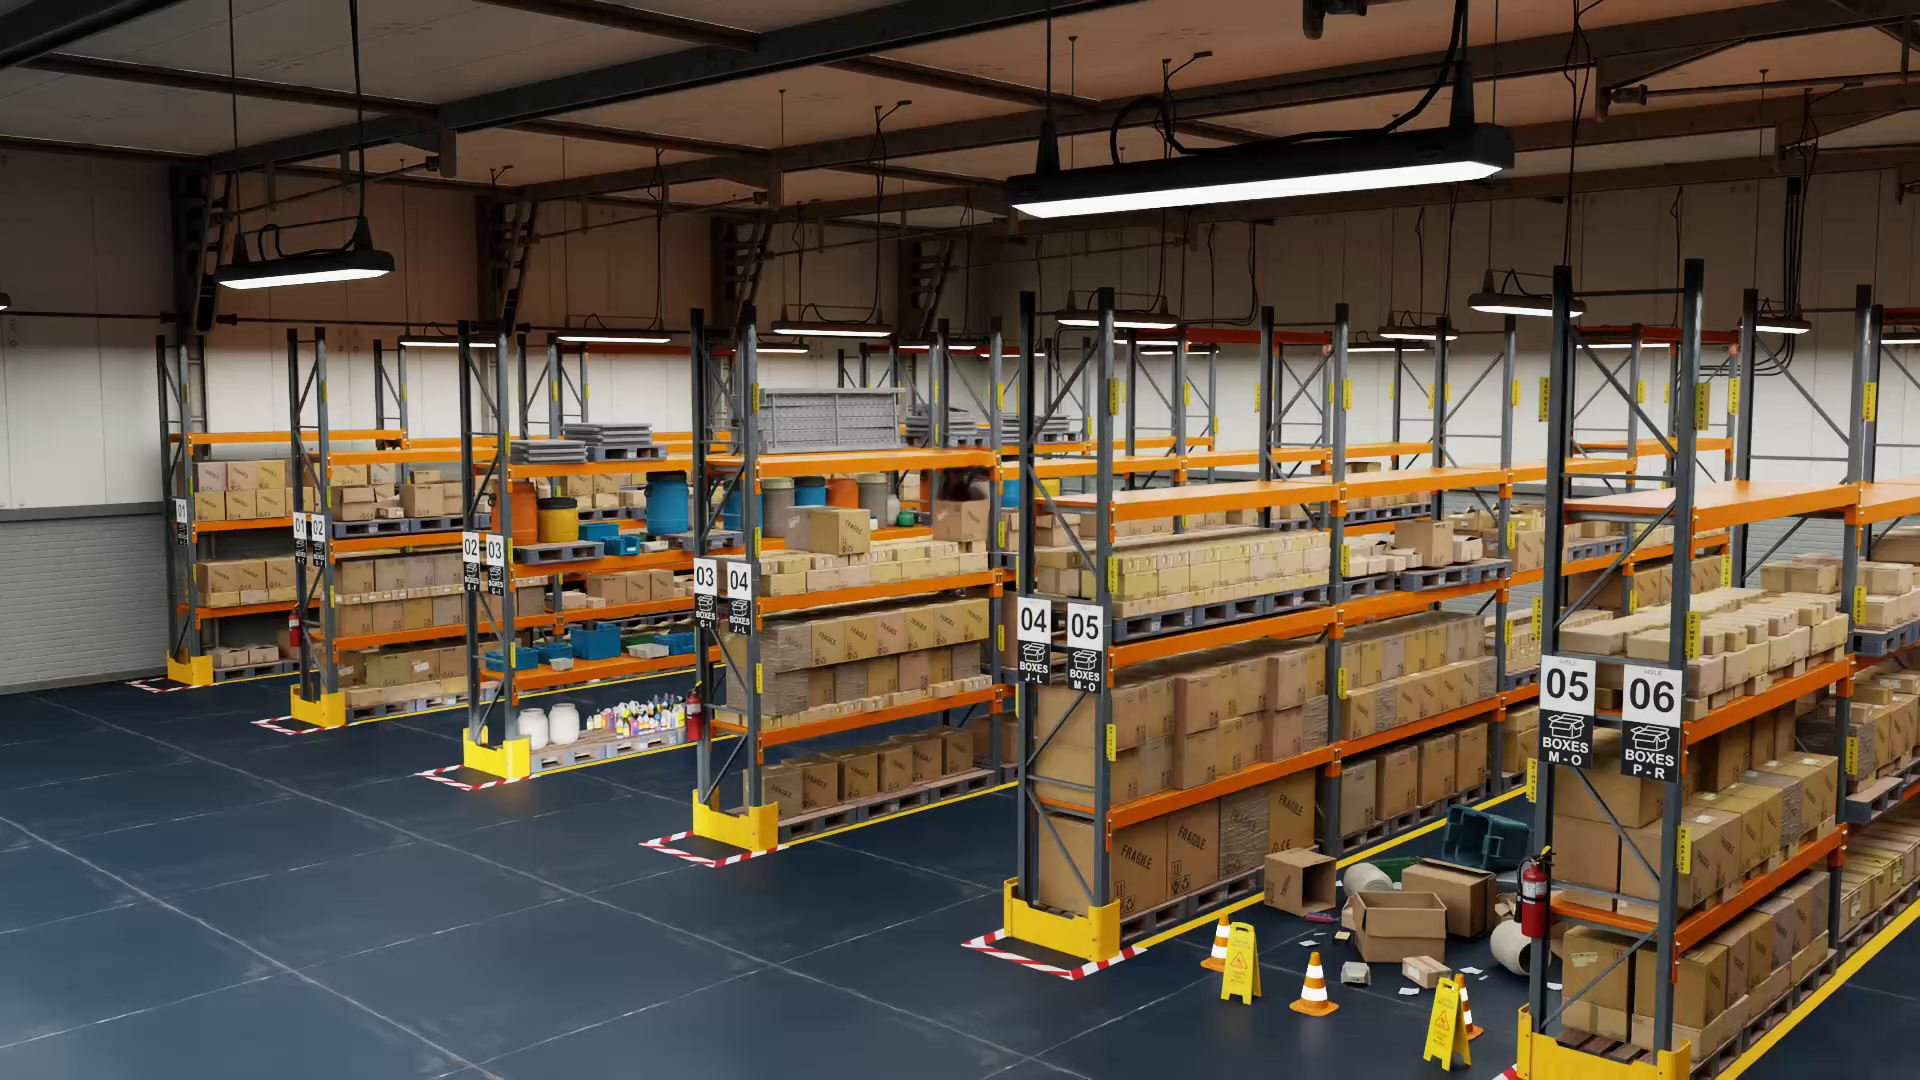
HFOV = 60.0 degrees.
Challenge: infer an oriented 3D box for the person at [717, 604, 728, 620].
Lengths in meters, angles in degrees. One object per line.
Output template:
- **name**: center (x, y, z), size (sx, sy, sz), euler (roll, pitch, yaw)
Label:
- **person**: center (-5.008, 1.015, 35.193), size (1.028, 1.620, 0.643), euler (-5, 8, -45)

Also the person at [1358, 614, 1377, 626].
- **person**: center (6.258, 1.895, 25.417), size (0.662, 1.782, 0.556), euler (-2, 6, -23)
